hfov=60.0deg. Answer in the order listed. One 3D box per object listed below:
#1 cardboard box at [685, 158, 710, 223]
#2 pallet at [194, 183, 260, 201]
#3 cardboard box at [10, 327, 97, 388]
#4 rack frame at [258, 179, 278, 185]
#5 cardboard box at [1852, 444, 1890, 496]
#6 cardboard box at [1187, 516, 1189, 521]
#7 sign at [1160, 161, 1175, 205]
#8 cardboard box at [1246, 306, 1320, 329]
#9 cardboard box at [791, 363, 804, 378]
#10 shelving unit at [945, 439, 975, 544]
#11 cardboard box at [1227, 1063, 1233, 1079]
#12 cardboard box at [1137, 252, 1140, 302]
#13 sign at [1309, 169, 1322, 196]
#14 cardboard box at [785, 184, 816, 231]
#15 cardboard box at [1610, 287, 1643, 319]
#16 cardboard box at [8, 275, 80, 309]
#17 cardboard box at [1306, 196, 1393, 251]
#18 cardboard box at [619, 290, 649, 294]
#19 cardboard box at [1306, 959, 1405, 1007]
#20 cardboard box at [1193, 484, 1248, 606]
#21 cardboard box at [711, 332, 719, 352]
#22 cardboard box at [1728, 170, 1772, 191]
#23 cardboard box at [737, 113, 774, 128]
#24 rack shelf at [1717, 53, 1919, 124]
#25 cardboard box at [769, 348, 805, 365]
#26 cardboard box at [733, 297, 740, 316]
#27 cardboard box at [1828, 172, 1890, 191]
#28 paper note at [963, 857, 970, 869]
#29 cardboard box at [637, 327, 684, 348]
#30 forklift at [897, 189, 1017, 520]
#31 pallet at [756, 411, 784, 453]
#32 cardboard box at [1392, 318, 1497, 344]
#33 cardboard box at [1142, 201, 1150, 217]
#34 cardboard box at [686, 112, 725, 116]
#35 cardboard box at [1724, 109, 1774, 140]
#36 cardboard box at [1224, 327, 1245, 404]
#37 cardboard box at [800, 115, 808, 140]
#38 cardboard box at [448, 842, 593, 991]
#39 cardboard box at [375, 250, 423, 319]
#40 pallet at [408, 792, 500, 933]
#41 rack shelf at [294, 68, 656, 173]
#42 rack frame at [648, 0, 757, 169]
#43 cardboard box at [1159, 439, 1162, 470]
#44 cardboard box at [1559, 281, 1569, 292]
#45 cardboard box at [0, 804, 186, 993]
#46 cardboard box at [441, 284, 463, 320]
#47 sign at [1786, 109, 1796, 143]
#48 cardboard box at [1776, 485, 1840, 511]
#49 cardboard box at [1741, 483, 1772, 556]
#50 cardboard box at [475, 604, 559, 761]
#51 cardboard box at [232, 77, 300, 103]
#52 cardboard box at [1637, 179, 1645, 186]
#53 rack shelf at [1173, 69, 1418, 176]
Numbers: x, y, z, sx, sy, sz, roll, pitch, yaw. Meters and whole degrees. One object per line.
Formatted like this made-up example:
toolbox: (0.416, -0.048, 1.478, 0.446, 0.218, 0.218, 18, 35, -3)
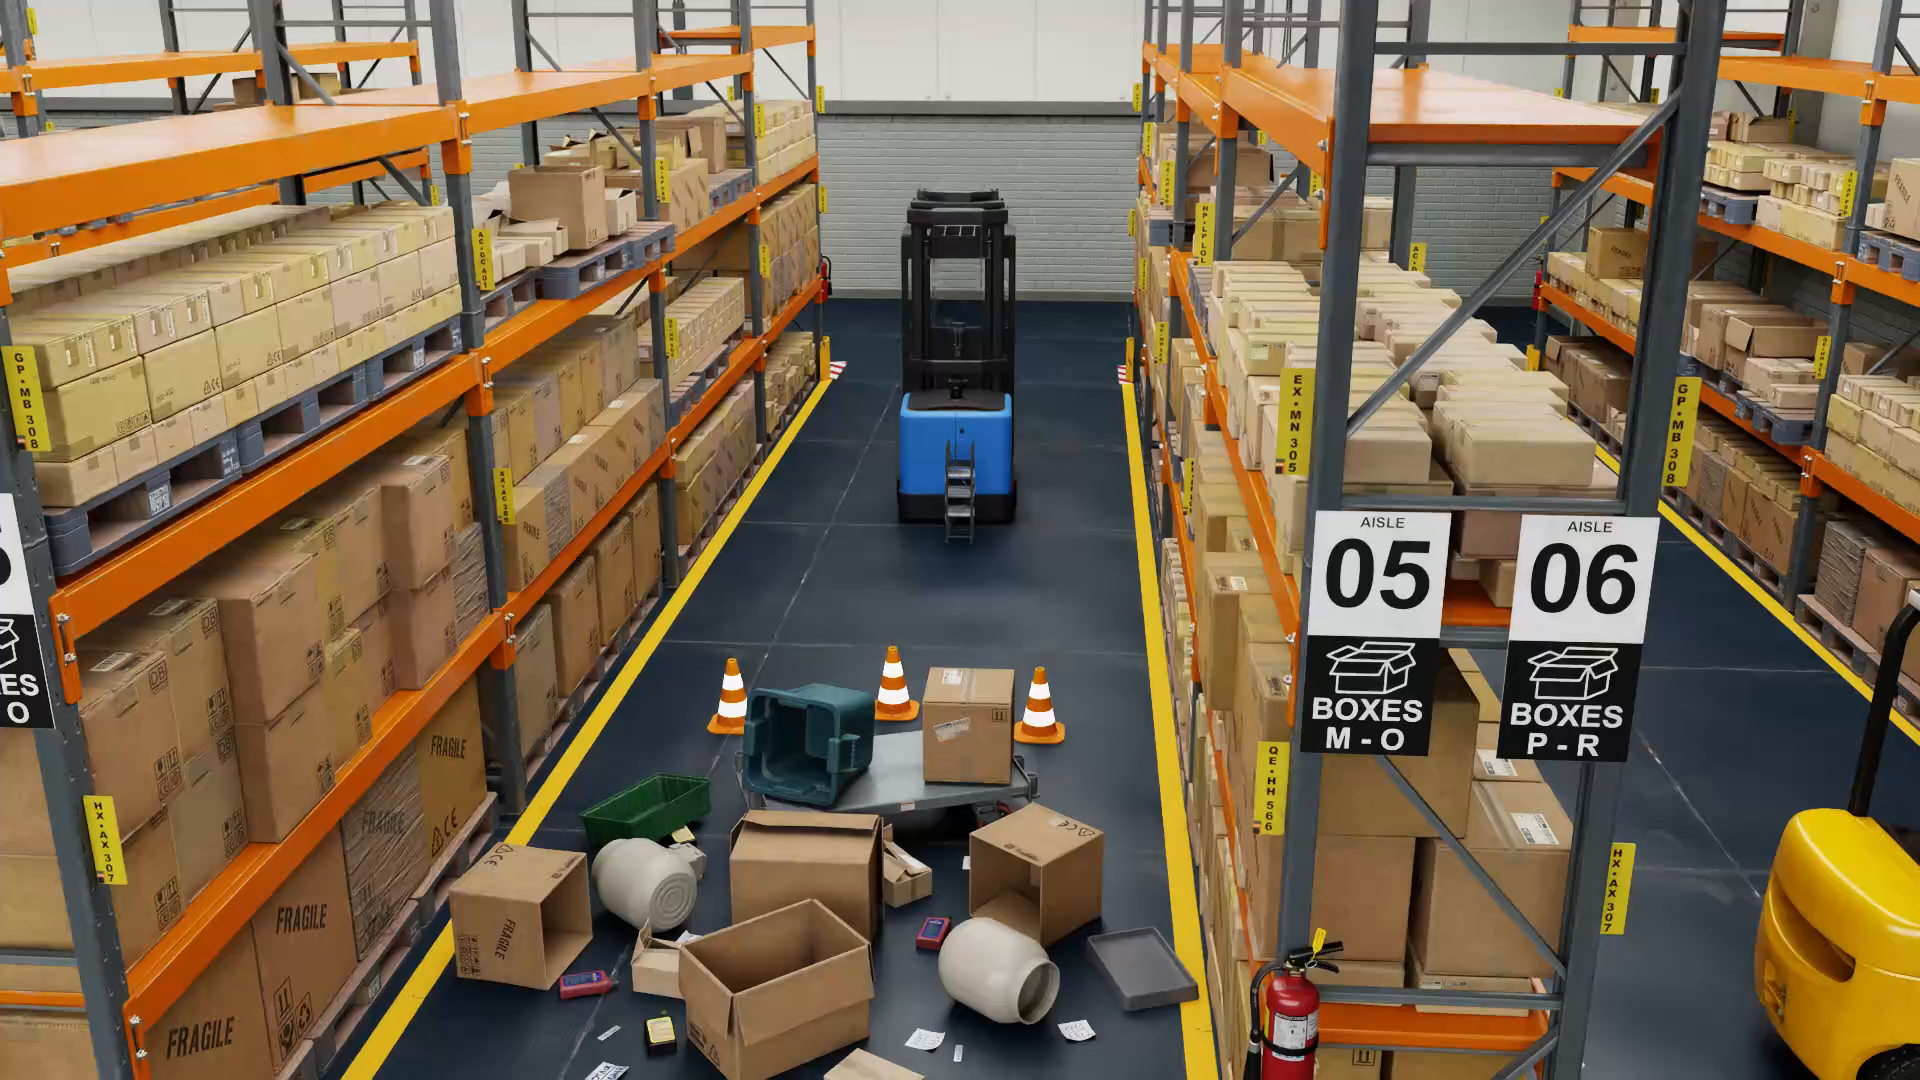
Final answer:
cardboard box: (-2.459, -3.005, 14.298, 0.500, 0.500, 0.500, 1, 18, 4)
pallet: (-7.494, -3.483, 16.225, 0.805, 0.209, 1.217, 1, 18, 2)
cardboard box: (-3.057, -0.594, 5.388, 0.380, 0.149, 0.250, 1, 18, 5)
rack frame: (-7.478, -2.434, 17.534, 1.000, 3.000, 0.127, 1, 18, 4)
cardboard box: (6.754, -0.501, 11.876, 0.500, 0.250, 0.500, 1, 18, 3)
cardboard box: (1.629, -0.216, 10.494, 0.380, 0.149, 0.250, 1, 18, 4)
sign: (1.567, -2.694, 12.553, 0.100, 0.325, 0.005, 1, 18, 4)
cardboard box: (1.446, -0.917, 7.210, 0.380, 0.149, 0.250, 1, 18, 3)
cardboard box: (-2.064, -2.028, 19.720, 0.380, 0.149, 0.250, 2, 18, 5)
shelving unit: (0.001, -0.430, 14.791, 0.258, 0.900, 0.210, 1, 18, 4)
cardboard box: (1.338, 2.357, 6.655, 0.500, 0.250, 0.500, 1, 18, 4)
cardboard box: (2.310, -3.045, 19.237, 0.500, 0.500, 0.500, 1, 18, 4)
sign: (2.661, -2.629, 12.481, 0.100, 0.325, 0.005, 1, 18, 4)
cardboard box: (-2.036, -4.051, 20.224, 0.500, 0.500, 0.500, 1, 18, 3)
cardboard box: (7.172, -2.493, 17.477, 0.500, 0.250, 0.500, 1, 18, 4)
cardboard box: (-3.639, -0.924, 6.397, 0.380, 0.149, 0.250, 1, 18, 4)
cardboard box: (2.300, -1.847, 9.689, 0.500, 0.250, 0.500, 1, 18, 3)
cardboard box: (-3.080, -2.299, 15.896, 0.380, 0.149, 0.250, 1, 18, 3)
cardboard box: (1.360, 1.513, 5.893, 0.380, 0.149, 0.250, 2, 18, 6)
cardboard box: (1.464, 0.053, 7.700, 0.700, 0.500, 0.500, 1, 18, 3)
cardboard box: (-2.459, -1.840, 15.449, 0.380, 0.149, 0.250, 2, 18, 6)
cardboard box: (6.855, -3.094, 14.301, 0.380, 0.149, 0.250, 2, 18, 5)
cardboard box: (-2.199, -4.482, 17.763, 0.380, 0.149, 0.250, 1, 18, 2)
rack shelf: (7.214, -3.801, 13.869, 1.077, 0.370, 4.000, 1, 18, 4)
cardboard box: (-2.049, -2.168, 19.671, 0.380, 0.149, 0.250, 2, 18, 6)
cardboard box: (-2.387, -2.304, 16.387, 0.380, 0.149, 0.250, 1, 18, 4)
cardboard box: (6.925, -2.739, 12.769, 0.380, 0.149, 0.250, 1, 18, 2)
paper note: (0.093, 1.809, 9.352, 0.148, 0.019, 0.142, 1, 18, 4)
cardboard box: (-2.560, -1.711, 14.102, 0.380, 0.149, 0.250, 1, 18, 4)
forklift: (-0.009, -1.984, 16.271, 1.130, 2.935, 3.031, 0, 18, 1)
pallet: (-2.525, -1.176, 18.174, 1.003, 0.211, 1.213, 1, 18, 4)
cardboard box: (2.012, -0.826, 6.933, 0.380, 0.149, 0.250, 2, 18, 5)
cardboard box: (2.239, -3.701, 18.593, 0.380, 0.149, 0.250, 1, 18, 3)
cardboard box: (-2.722, -4.500, 17.821, 0.380, 0.149, 0.250, 1, 18, 2)
cardboard box: (7.404, -3.898, 15.610, 0.396, 0.266, 0.258, 1, 18, 3)
cardboard box: (1.452, -0.778, 7.424, 0.500, 0.250, 0.500, 1, 18, 4)
cardboard box: (-2.066, -4.818, 19.432, 0.500, 0.250, 0.500, 1, 18, 2)
cardboard box: (-2.199, 1.884, 8.365, 0.500, 0.500, 0.500, 4, 19, 13)
cardboard box: (-2.927, -1.234, 7.983, 0.500, 0.250, 0.500, 1, 18, 4)
pallet: (-3.244, 1.752, 9.237, 1.003, 0.211, 1.213, 1, 18, 4)
rack shelf: (-2.968, -2.747, 10.654, 1.077, 0.370, 4.000, 1, 18, 4)
rack frame: (-2.538, -5.143, 16.166, 1.000, 3.000, 0.127, 1, 18, 4)
cardboard box: (2.442, -1.208, 16.531, 0.875, 0.875, 0.875, 2, 18, 6)
cardboard box: (7.375, -3.050, 19.818, 0.380, 0.149, 0.250, 2, 18, 5)
cardboard box: (-3.417, 1.247, 6.058, 0.875, 0.550, 0.550, 1, 18, 4)
cardboard box: (-2.819, -1.240, 8.642, 0.380, 0.149, 0.250, 1, 18, 4)
sign: (7.912, -3.950, 15.881, 0.100, 0.325, 0.005, 1, 18, 4)
cardboard box: (6.854, -0.340, 13.441, 0.380, 0.149, 0.250, 0, 18, 1)
cardboard box: (6.933, -0.164, 13.946, 0.500, 0.500, 0.500, 1, 18, 3)
cardboard box: (-3.157, 0.867, 10.397, 1.050, 0.750, 0.750, 1, 18, 4)
cardboard box: (-7.404, -4.802, 17.745, 0.500, 0.250, 0.500, 0, 18, 0)
cardboard box: (7.138, -3.687, 16.943, 0.380, 0.149, 0.250, 2, 18, 6)
rack shelf: (1.976, -2.668, 10.412, 1.077, 0.370, 4.000, 1, 18, 4)
